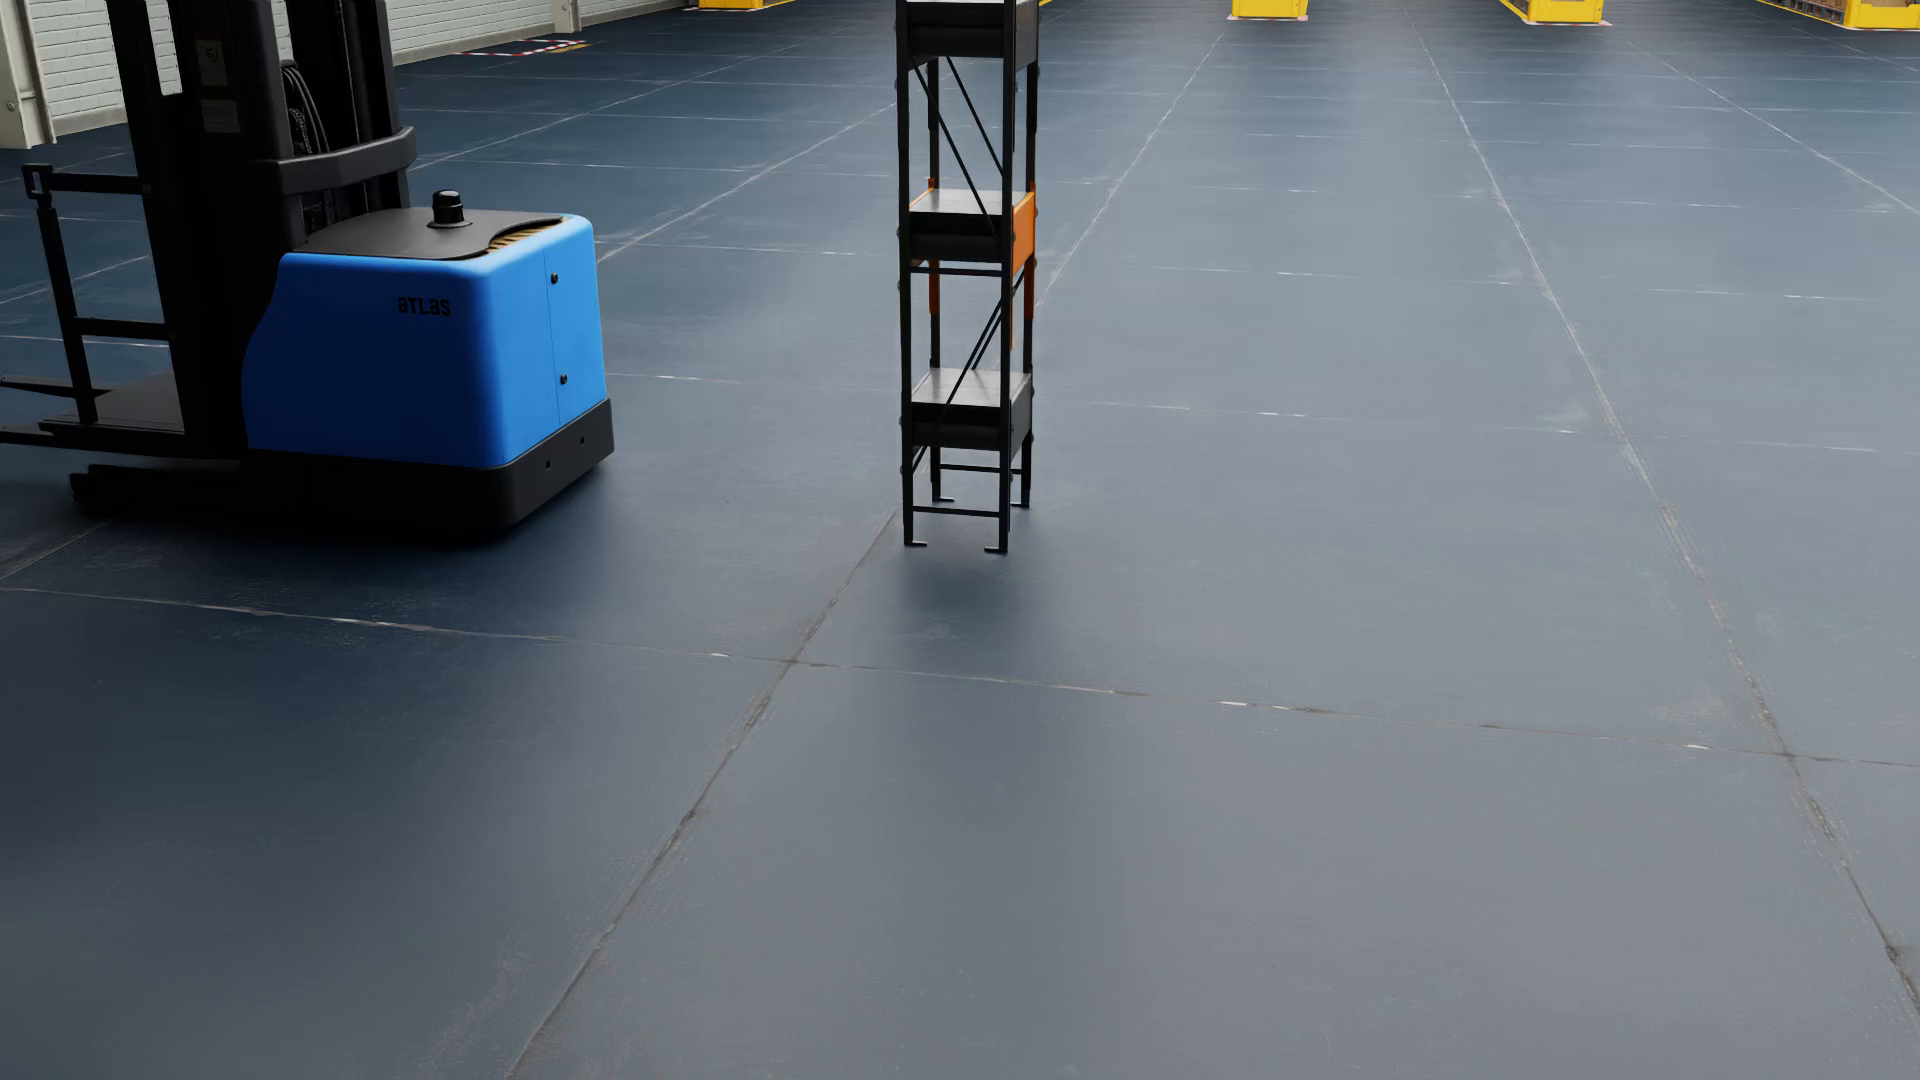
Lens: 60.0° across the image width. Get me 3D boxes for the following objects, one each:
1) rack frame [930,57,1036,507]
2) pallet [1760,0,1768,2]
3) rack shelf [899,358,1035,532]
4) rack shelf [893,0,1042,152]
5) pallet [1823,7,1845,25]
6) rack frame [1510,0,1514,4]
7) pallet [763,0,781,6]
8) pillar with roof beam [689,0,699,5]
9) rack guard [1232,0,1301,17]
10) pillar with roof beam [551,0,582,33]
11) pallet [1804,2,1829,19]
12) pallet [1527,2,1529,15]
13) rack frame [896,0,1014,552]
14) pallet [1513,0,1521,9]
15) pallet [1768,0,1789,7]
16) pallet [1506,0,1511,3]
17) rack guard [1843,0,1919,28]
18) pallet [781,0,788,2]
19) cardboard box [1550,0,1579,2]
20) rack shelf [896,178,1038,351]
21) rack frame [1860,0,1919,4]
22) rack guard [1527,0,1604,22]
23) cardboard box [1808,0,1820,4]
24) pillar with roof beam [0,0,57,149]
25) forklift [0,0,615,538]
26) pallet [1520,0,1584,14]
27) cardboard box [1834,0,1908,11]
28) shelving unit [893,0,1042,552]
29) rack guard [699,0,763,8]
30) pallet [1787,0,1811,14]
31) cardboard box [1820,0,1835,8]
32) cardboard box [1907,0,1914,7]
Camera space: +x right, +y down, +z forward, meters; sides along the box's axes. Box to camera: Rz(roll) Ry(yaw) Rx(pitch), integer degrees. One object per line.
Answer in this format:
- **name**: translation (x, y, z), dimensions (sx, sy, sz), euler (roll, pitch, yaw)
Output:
- **rack frame**: translation (0.084, -1.124, 6.333), dimensions (0.400, 2.100, 0.015), euler (4, 22, 11)
- **pallet**: translation (16.231, -10.684, 32.599), dimensions (1.003, 0.211, 1.213), euler (4, 22, 11)
- **rack shelf**: translation (0.034, -0.373, 6.378), dimensions (0.431, 0.518, 0.480), euler (4, 22, 11)
- **rack shelf**: translation (0.034, -1.671, 5.855), dimensions (0.431, 0.518, 0.480), euler (4, 22, 11)
- **pallet**: translation (15.171, -8.784, 27.881), dimensions (1.003, 0.211, 1.213), euler (4, 22, 11)
- **rack frame**: translation (11.066, -11.657, 31.282), dimensions (1.000, 3.000, 0.127), euler (4, 22, 11)
- **pallet**: translation (-4.082, -10.355, 31.784), dimensions (1.003, 0.211, 1.213), euler (4, 22, 11)
- **pillar with roof beam**: translation (-0.787, -14.103, 29.326), dimensions (9.100, 9.000, 0.400), euler (4, 22, 11)
- **rack guard**: translation (5.371, -9.443, 29.132), dimensions (1.175, 0.500, 0.348), euler (4, 22, 11)
- **pillar with roof beam**: translation (-2.011, -11.909, 23.878), dimensions (9.100, 9.000, 0.400), euler (4, 22, 11)
- **pallet**: translation (15.423, -9.229, 28.986), dimensions (1.003, 0.211, 1.213), euler (4, 22, 11)
- **pallet**: translation (10.466, -9.223, 28.971), dimensions (1.003, 0.211, 1.213), euler (4, 22, 11)
- **rack frame**: translation (-0.016, -0.945, 5.890), dimensions (0.400, 2.100, 0.015), euler (4, 22, 11)
- **pallet**: translation (10.964, -10.115, 31.187), dimensions (1.003, 0.211, 1.213), euler (4, 22, 11)
- **pallet**: translation (15.985, -10.236, 31.487), dimensions (1.003, 0.211, 1.213), euler (4, 22, 11)
- **pallet**: translation (11.223, -10.648, 32.510), dimensions (1.003, 0.211, 1.213), euler (4, 22, 11)
- **rack guard**: translation (15.080, -8.611, 27.064), dimensions (1.175, 0.500, 0.348), euler (4, 22, 11)
- **pallet**: translation (-3.830, -10.800, 32.888), dimensions (1.003, 0.211, 1.213), euler (4, 22, 11)
- **cardboard box**: translation (10.394, -9.456, 28.602), dimensions (0.500, 0.500, 0.500), euler (9, 24, 21)
- **rack shelf**: translation (0.034, -1.022, 6.117), dimensions (0.431, 0.518, 0.480), euler (4, 22, 11)
- **rack frame**: translation (15.085, -9.779, 26.619), dimensions (1.000, 3.000, 0.127), euler (4, 22, 11)
- **rack guard**: translation (10.265, -9.062, 28.186), dimensions (1.175, 0.500, 0.348), euler (4, 22, 11)
- **cardboard box**: translation (15.524, -9.896, 29.193), dimensions (0.875, 0.875, 0.875), euler (5, 22, 11)
- **pillar with roof beam**: translation (-4.460, -7.520, 12.981), dimensions (9.100, 9.000, 0.400), euler (4, 22, 11)
- **forklift**: translation (-3.052, -1.647, 6.520), dimensions (3.031, 2.935, 1.130), euler (5, 23, 13)
- **pallet**: translation (10.717, -9.668, 30.075), dimensions (1.003, 0.211, 1.213), euler (4, 22, 11)
- **cardboard box**: translation (15.159, -9.241, 27.566), dimensions (0.875, 0.875, 0.875), euler (5, 22, 11)
- **shelving unit**: translation (0.034, -1.035, 6.112), dimensions (0.431, 2.100, 0.503), euler (4, 22, 11)
- **rack guard**: translation (-4.282, -10.195, 30.999), dimensions (1.175, 0.500, 0.348), euler (4, 22, 11)
- **pallet**: translation (15.669, -9.676, 30.097), dimensions (1.003, 0.211, 1.213), euler (4, 22, 11)
- **cardboard box**: translation (15.336, -9.563, 28.365), dimensions (0.875, 0.875, 0.875), euler (4, 22, 10)
- **cardboard box**: translation (16.589, -9.438, 29.114), dimensions (0.500, 0.500, 0.500), euler (8, 23, 20)
